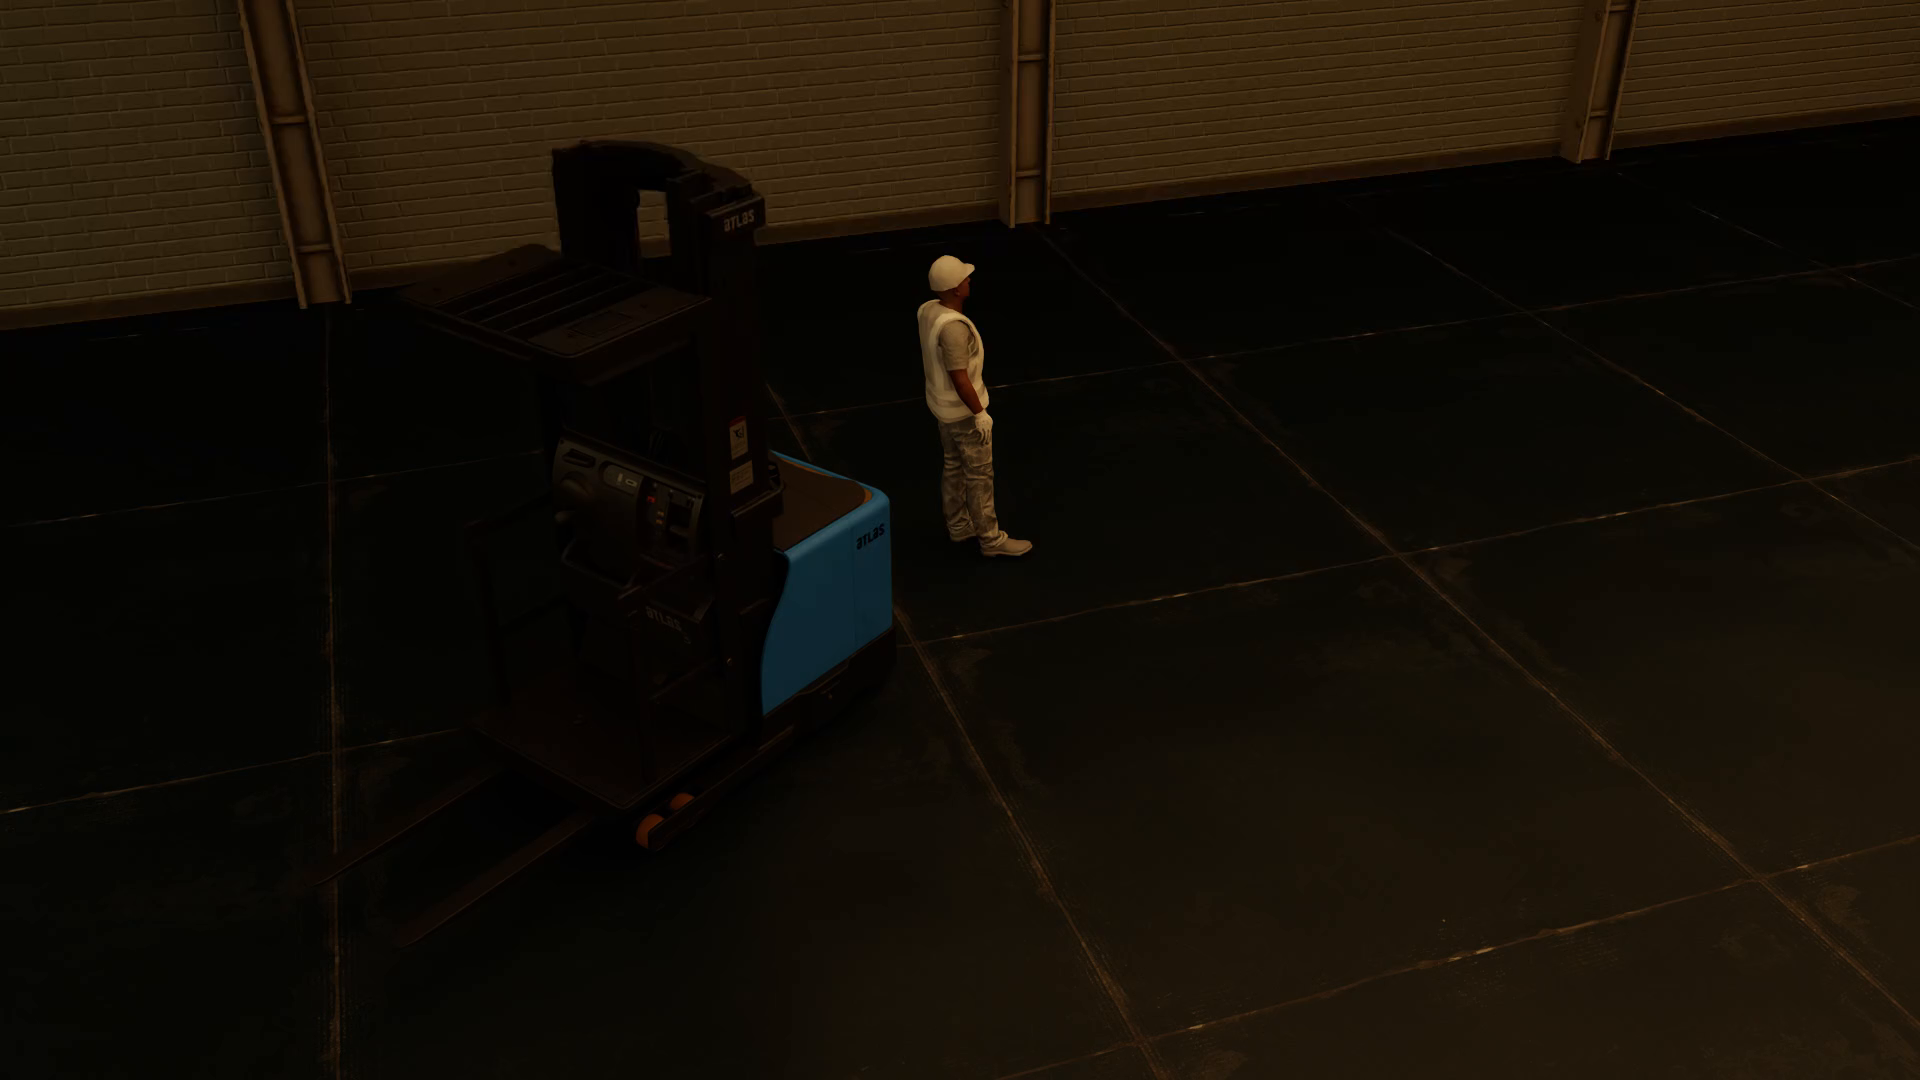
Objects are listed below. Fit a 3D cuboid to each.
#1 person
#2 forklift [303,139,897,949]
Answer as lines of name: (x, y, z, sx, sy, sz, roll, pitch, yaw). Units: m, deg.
person: (0.071, -0.787, 9.592, 0.575, 1.784, 0.656, -10, 31, -16)
forklift: (-1.620, -0.132, 7.317, 1.130, 2.935, 3.031, 20, 36, 31)
